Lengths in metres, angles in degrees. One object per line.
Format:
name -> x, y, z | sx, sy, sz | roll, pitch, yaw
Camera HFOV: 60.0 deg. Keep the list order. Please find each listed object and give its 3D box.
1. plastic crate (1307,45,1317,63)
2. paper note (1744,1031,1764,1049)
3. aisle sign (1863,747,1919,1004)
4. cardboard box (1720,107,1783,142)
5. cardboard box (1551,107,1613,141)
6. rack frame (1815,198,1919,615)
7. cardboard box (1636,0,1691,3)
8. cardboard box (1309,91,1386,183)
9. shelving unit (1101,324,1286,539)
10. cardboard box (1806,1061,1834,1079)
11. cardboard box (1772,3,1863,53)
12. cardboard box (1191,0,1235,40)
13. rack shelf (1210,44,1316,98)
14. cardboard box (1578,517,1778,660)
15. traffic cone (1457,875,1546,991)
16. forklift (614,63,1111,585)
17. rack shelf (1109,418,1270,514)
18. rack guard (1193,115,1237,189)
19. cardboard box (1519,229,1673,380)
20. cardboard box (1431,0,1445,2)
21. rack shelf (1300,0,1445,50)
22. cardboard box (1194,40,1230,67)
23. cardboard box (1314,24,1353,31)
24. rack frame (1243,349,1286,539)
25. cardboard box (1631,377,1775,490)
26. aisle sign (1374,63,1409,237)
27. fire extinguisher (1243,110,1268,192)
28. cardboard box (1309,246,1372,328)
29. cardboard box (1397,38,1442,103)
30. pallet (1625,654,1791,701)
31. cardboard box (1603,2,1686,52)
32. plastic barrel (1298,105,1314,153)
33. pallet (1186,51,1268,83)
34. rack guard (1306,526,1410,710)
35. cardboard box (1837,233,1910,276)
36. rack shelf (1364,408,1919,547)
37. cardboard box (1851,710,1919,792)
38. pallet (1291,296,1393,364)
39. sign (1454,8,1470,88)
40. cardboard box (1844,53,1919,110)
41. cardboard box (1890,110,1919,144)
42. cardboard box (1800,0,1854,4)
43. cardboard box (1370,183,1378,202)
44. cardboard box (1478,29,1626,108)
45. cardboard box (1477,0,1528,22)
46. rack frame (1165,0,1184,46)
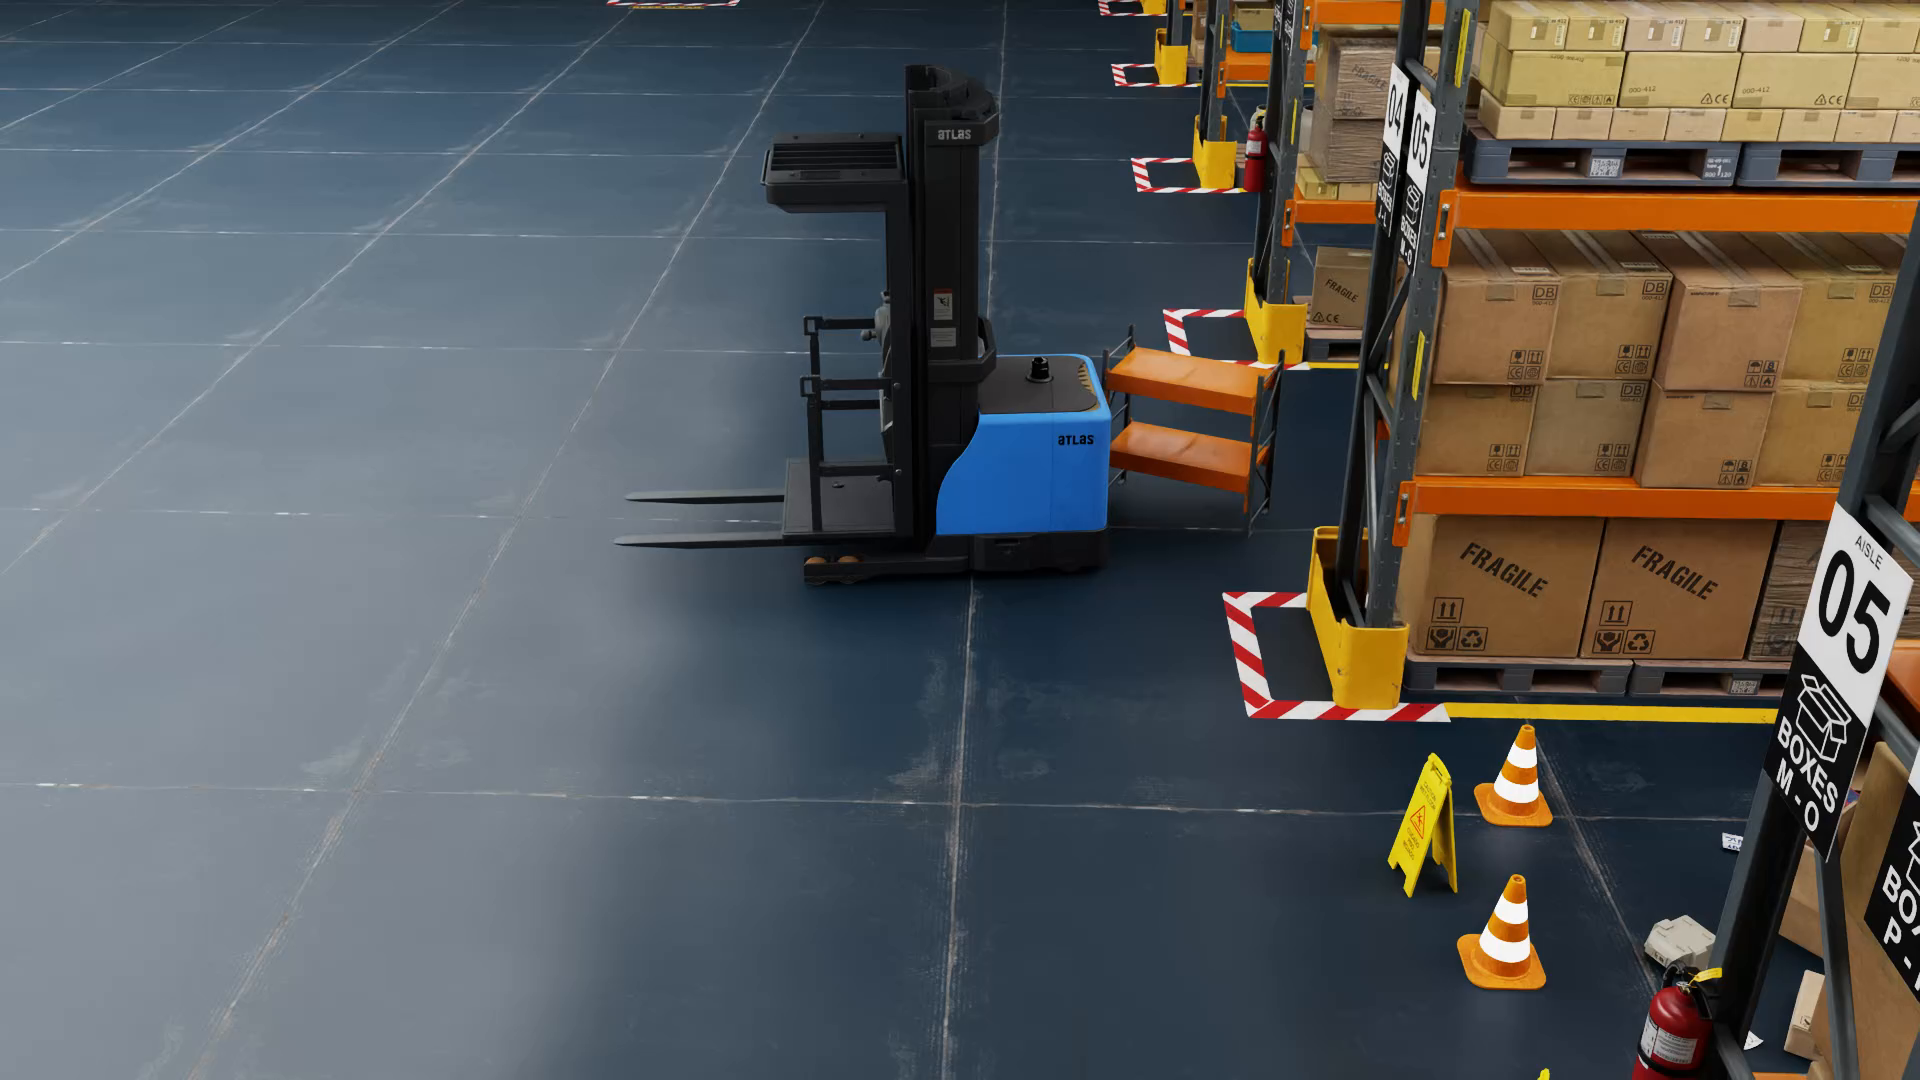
plastic crate -> 3.579, -5.043, 17.268 | 0.250, 0.136, 0.298 | 1, 28, 2
paper note -> 3.186, 2.027, 6.818 | 0.142, 0.019, 0.148 | -9, 29, -16
aisle sign -> 2.098, 0.627, 3.514 | 0.004, 0.787, 0.394 | 1, 28, 2
cardboard box -> 3.585, -1.959, 7.678 | 0.250, 0.149, 0.380 | 1, 28, 2
cardboard box -> 2.831, -1.971, 7.702 | 0.250, 0.149, 0.380 | 1, 28, 2
rack frame -> 2.171, -1.019, 2.990 | 0.127, 3.000, 1.000 | 1, 28, 2
cardboard box -> 3.358, -2.624, 8.082 | 0.250, 0.149, 0.380 | 1, 28, 3
cardboard box -> 3.070, -3.161, 13.011 | 0.500, 0.500, 0.875 | 1, 28, 2
shelving unit -> 1.487, -0.713, 10.819 | 1.048, 1.125, 0.538 | 13, 31, 23
cardboard box -> 2.552, 1.649, 4.631 | 0.250, 0.149, 0.380 | 2, 28, 4
cardboard box -> 3.837, -2.307, 7.484 | 0.250, 0.149, 0.380 | 1, 28, 1
cardboard box -> 3.421, -7.076, 22.508 | 0.500, 0.500, 0.500 | 1, 28, 2
rack shelf -> 4.694, -4.974, 17.625 | 4.000, 0.370, 1.077 | 1, 28, 2
cardboard box -> 3.804, 0.060, 9.180 | 0.875, 0.875, 0.875 | 1, 28, 1
traffic cone -> 2.346, 1.631, 7.105 | 0.334, 0.463, 0.336 | 1, 28, 2
forklift -> -0.626, -1.277, 9.955 | 3.031, 2.935, 1.130 | -2, 28, -3
rack shelf -> 1.487, -0.497, 10.933 | 1.000, 0.278, 0.538 | 13, 31, 23
rack guard -> 2.773, -4.242, 18.143 | 0.348, 0.500, 1.175 | 1, 28, 2
cardboard box -> 3.167, -1.240, 8.499 | 0.550, 0.550, 0.875 | 1, 28, 2
cardboard box -> 3.509, -4.131, 12.224 | 0.500, 0.250, 0.500 | 0, 28, 1
rack shelf -> 4.520, -3.981, 12.549 | 4.000, 0.370, 1.077 | 1, 28, 2
cardboard box -> 3.402, -6.501, 22.225 | 0.500, 0.250, 0.500 | 1, 28, 2
cardboard box -> 4.901, -6.807, 22.000 | 0.500, 0.500, 0.500 | 1, 28, 2
rack frame -> 1.944, -0.608, 10.622 | 0.032, 1.125, 0.500 | 13, 31, 23
cardboard box -> 3.723, -0.701, 8.636 | 0.550, 0.550, 0.875 | 1, 28, 2
aisle sign -> 2.185, -1.977, 8.427 | 0.004, 0.787, 0.394 | 1, 28, 2
fire extinguisher -> 2.423, -3.190, 13.574 | 0.183, 0.674, 0.296 | 1, 28, 2
cardboard box -> 3.144, -2.070, 13.598 | 0.500, 0.500, 0.500 | 6, 29, 11
cardboard box -> 3.560, -3.476, 12.538 | 0.500, 0.500, 0.500 | 1, 28, 2
pallet -> 4.263, 0.543, 9.426 | 1.213, 0.211, 1.003 | 1, 28, 2
cardboard box -> 3.073, -2.320, 7.509 | 0.250, 0.149, 0.380 | 1, 28, 1
plastic barrel -> 3.857, -4.428, 18.034 | 0.421, 0.512, 0.421 | 0, 28, 0
pallet -> 3.640, -6.419, 22.558 | 1.213, 0.211, 1.003 | 1, 28, 2
rack guard -> 2.221, 0.417, 9.355 | 0.348, 0.500, 1.175 | 1, 28, 2
cardboard box -> 4.786, -1.214, 8.451 | 0.550, 0.550, 0.875 | 1, 28, 2
rack shelf -> 4.244, -0.336, 8.875 | 4.000, 0.370, 1.077 | 1, 28, 2
cardboard box -> 4.655, 0.937, 8.371 | 0.500, 0.500, 0.500 | 6, 28, 11
pallet -> 3.407, -1.744, 13.739 | 1.213, 0.211, 1.003 | 1, 28, 2
sign -> 2.219, -2.174, 7.353 | 0.005, 0.325, 0.100 | 1, 28, 2
cardboard box -> 4.231, -2.155, 7.622 | 0.500, 0.250, 0.500 | 1, 28, 2
cardboard box -> 4.342, -1.946, 7.654 | 0.250, 0.149, 0.380 | 1, 28, 2
cardboard box -> 4.118, -2.611, 8.058 | 0.250, 0.149, 0.380 | 1, 28, 2
cardboard box -> 3.296, -2.755, 12.939 | 0.250, 0.149, 0.380 | 1, 28, 2
cardboard box -> 2.718, -2.179, 7.668 | 0.500, 0.250, 0.500 | 1, 28, 2
cardboard box -> 2.593, -2.637, 8.106 | 0.250, 0.149, 0.380 | 1, 28, 2
rack frame -> 2.874, -7.644, 21.892 | 0.127, 3.000, 1.000 | 1, 28, 2
